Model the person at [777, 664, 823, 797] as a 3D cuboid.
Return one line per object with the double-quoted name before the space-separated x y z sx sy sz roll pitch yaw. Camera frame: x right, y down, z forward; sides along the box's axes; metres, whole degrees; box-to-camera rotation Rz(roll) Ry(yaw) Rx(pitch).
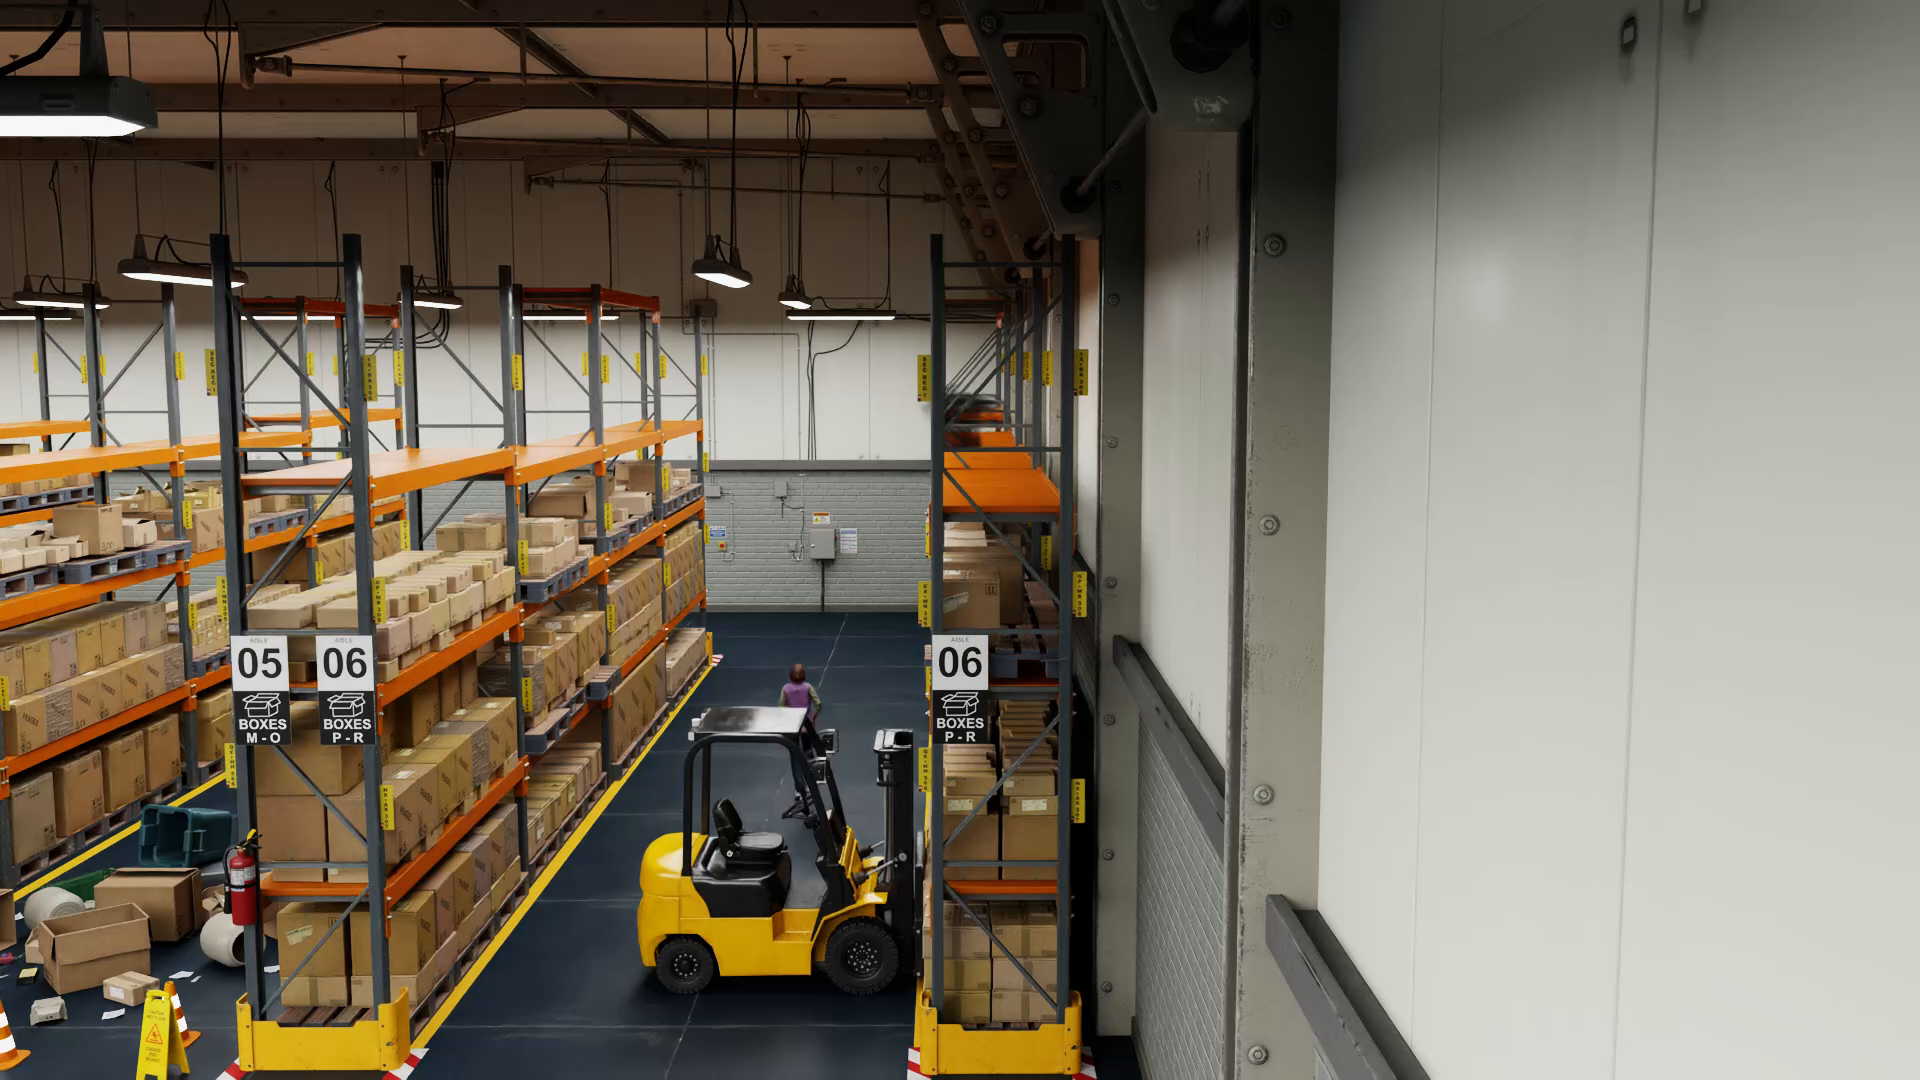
"person" -1.895 2.218 19.566 0.522 1.561 0.619 -1 6 -10
